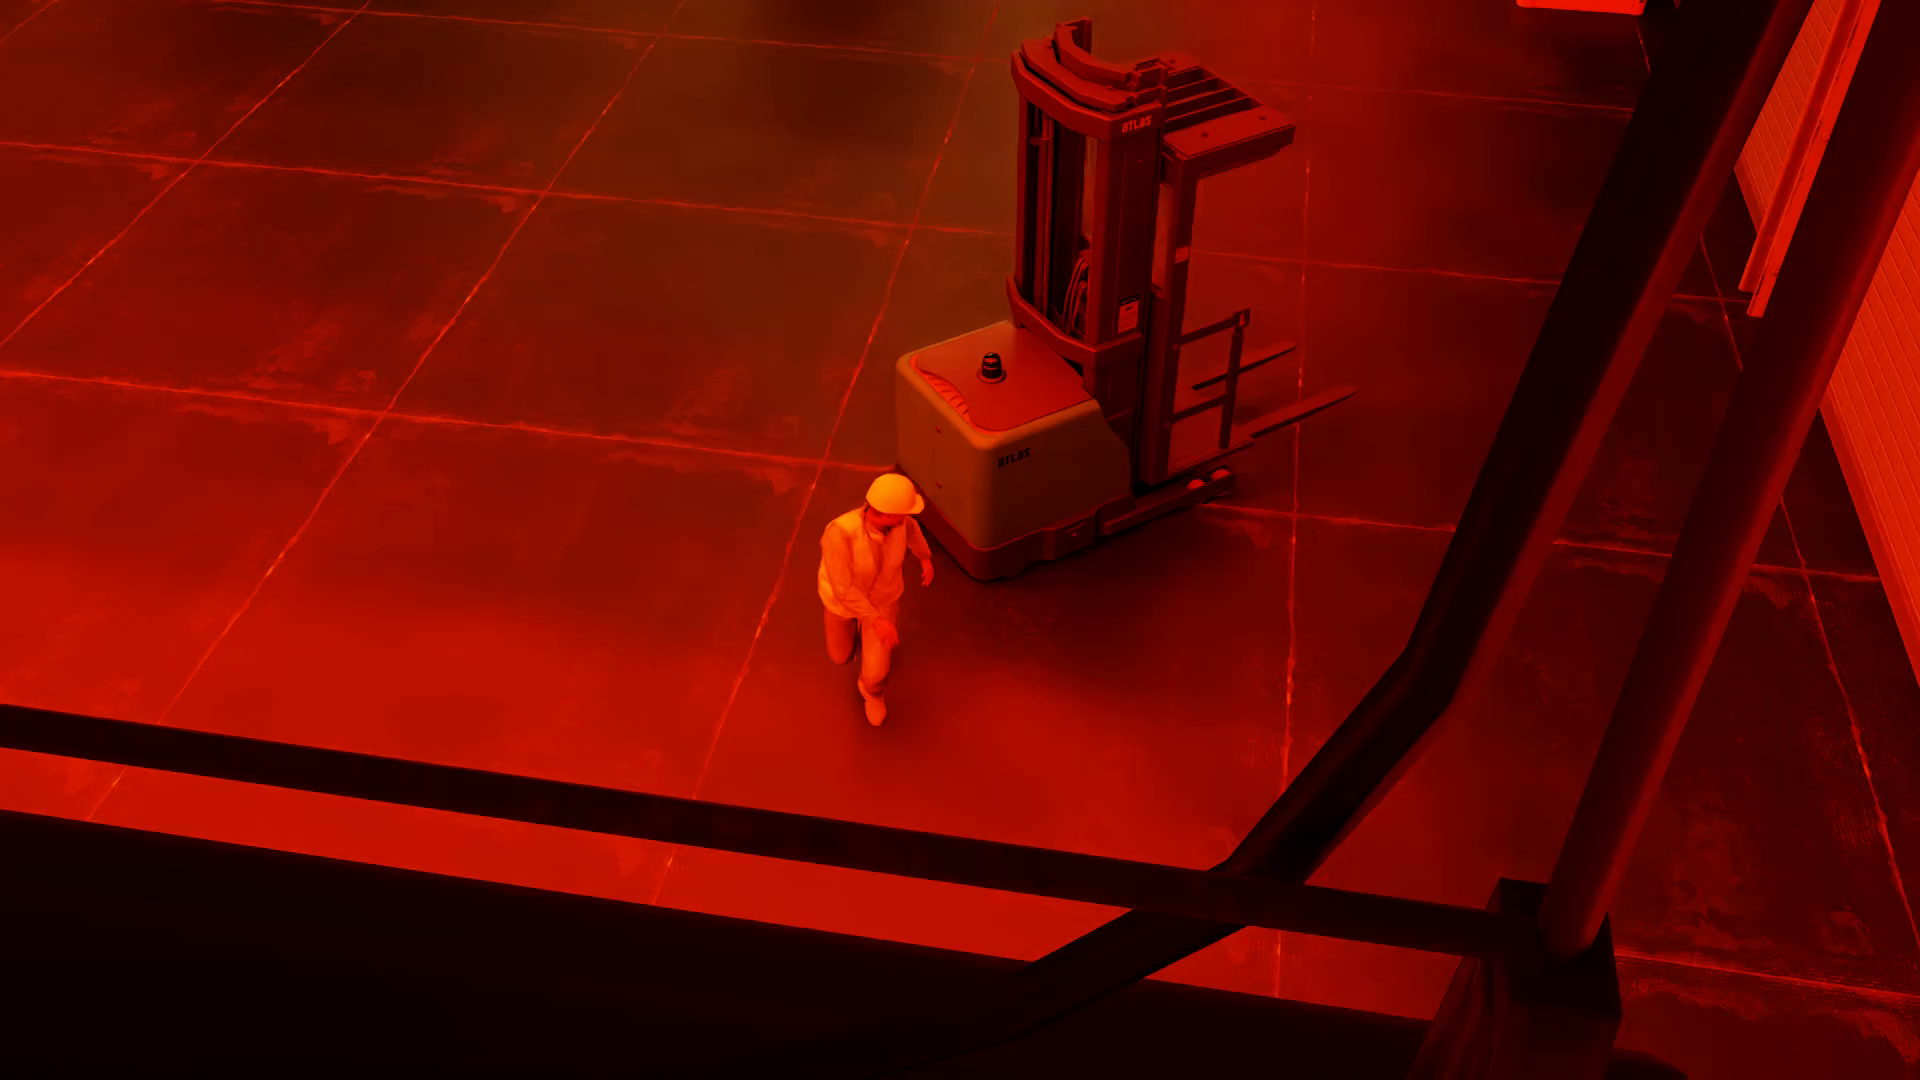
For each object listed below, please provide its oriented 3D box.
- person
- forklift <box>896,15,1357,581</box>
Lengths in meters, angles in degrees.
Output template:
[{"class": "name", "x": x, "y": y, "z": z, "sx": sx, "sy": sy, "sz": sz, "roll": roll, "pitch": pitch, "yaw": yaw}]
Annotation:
[{"class": "person", "x": -0.430, "y": 0.223, "z": 8.717, "sx": 0.626, "sy": 1.552, "sz": 0.867, "roll": -5, "pitch": 41, "yaw": -5}, {"class": "forklift", "x": 1.137, "y": -1.594, "z": 9.710, "sx": 3.031, "sy": 2.935, "sz": 1.130, "roll": -22, "pitch": 45, "yaw": -23}]
